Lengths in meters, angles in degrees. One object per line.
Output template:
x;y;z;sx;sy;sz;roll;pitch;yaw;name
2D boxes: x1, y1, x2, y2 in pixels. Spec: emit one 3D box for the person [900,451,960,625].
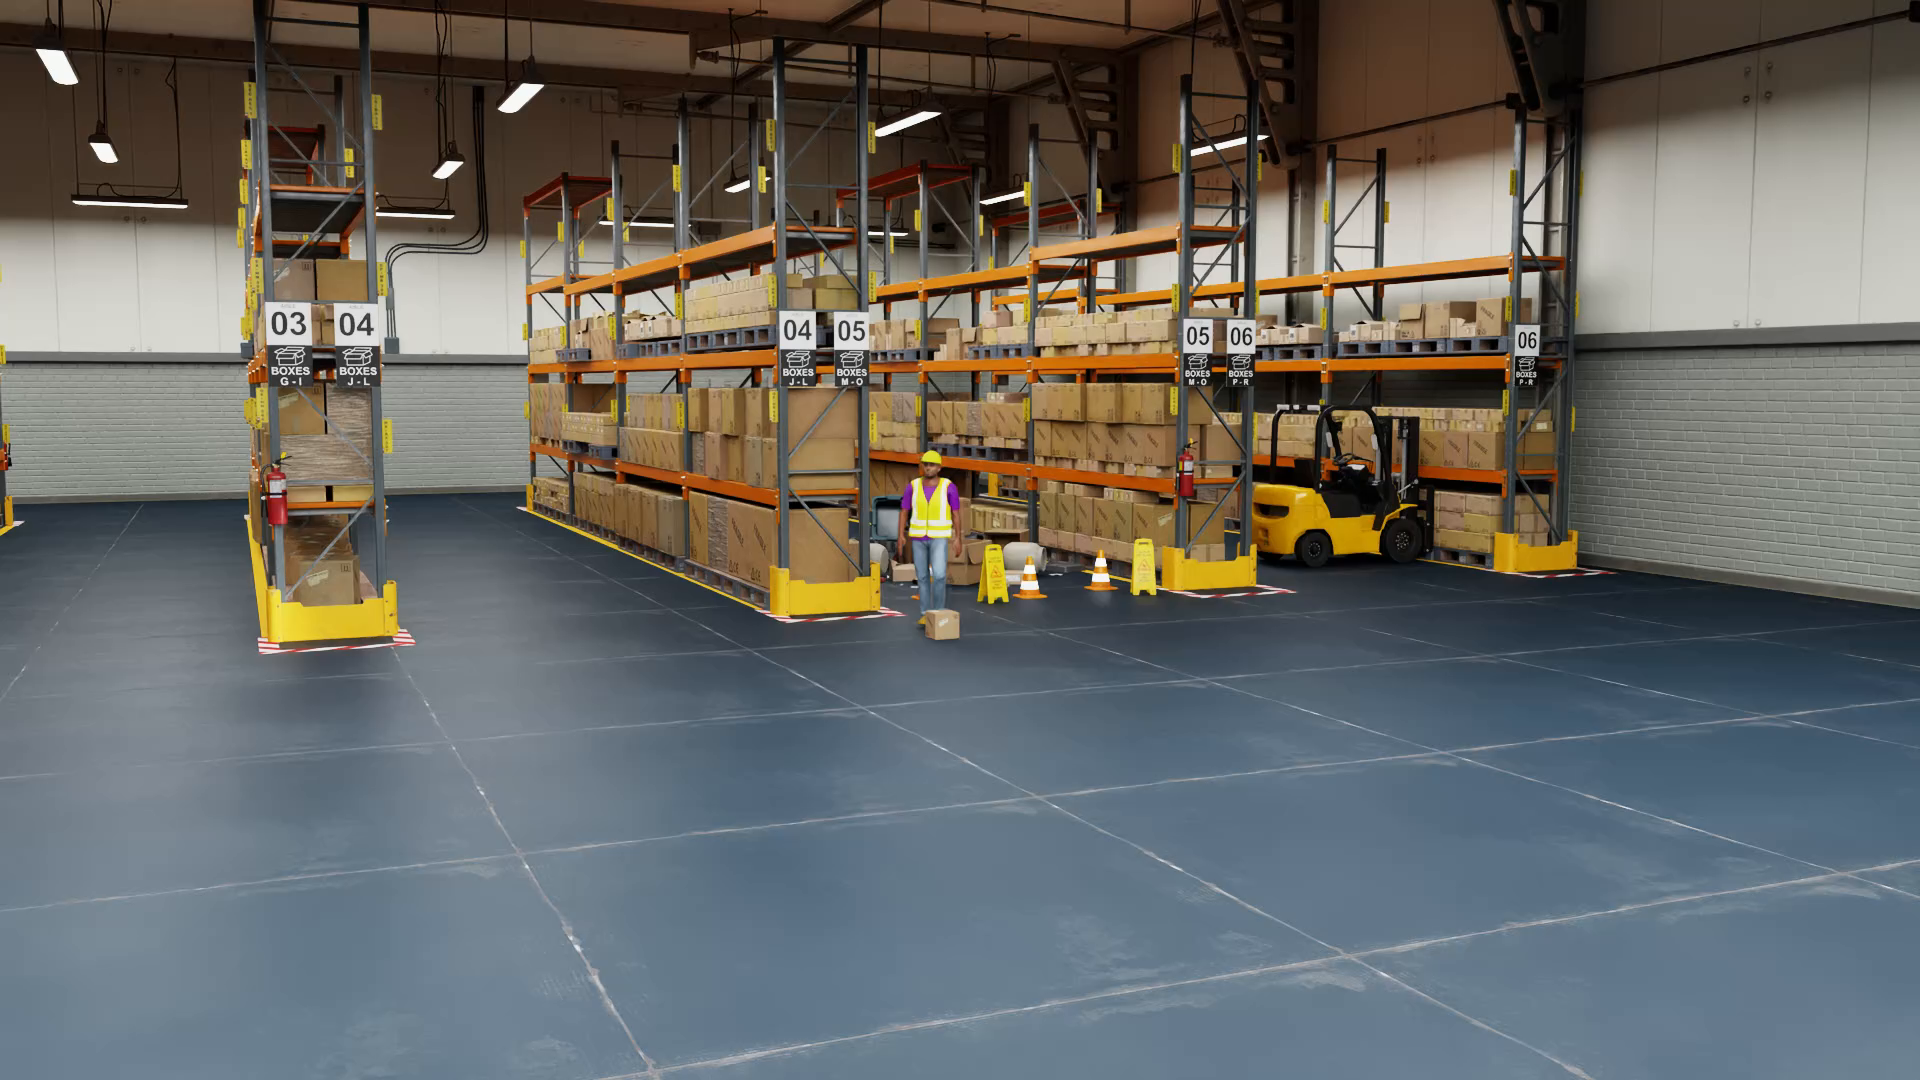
-0.317;0.026;16.516;0.588;1.826;0.563;1;5;11;person
